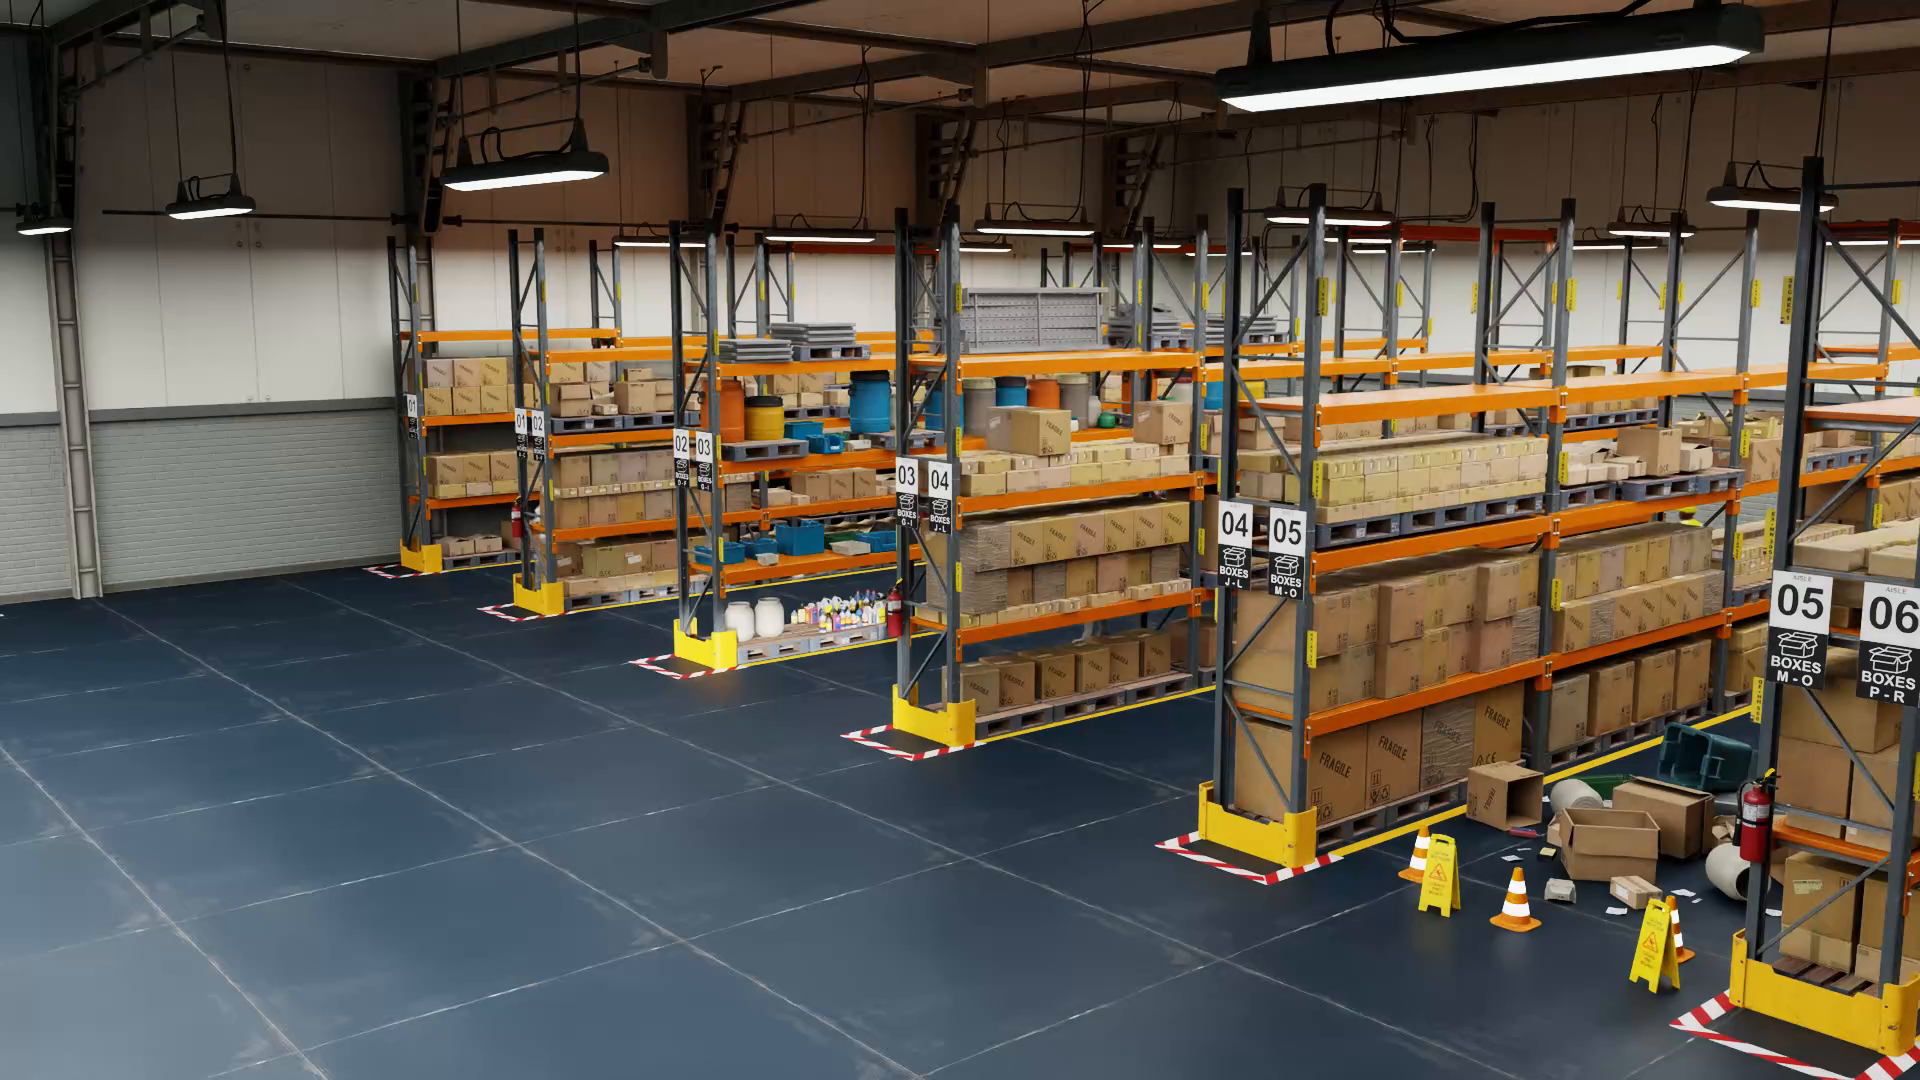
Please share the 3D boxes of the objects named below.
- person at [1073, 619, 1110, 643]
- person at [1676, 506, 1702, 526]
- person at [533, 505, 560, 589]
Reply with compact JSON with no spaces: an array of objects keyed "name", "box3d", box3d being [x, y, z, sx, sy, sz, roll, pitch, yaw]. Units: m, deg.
[{"name":"person","box3d":[1.712,0.566,22.844,0.600,1.698,0.645,5,10,27]},{"name":"person","box3d":[11.360,0.281,26.100,0.656,1.765,0.388,-5,10,-30]},{"name":"person","box3d":[-7.049,-0.006,28.458,0.534,1.681,0.437,-4,10,-25]}]
